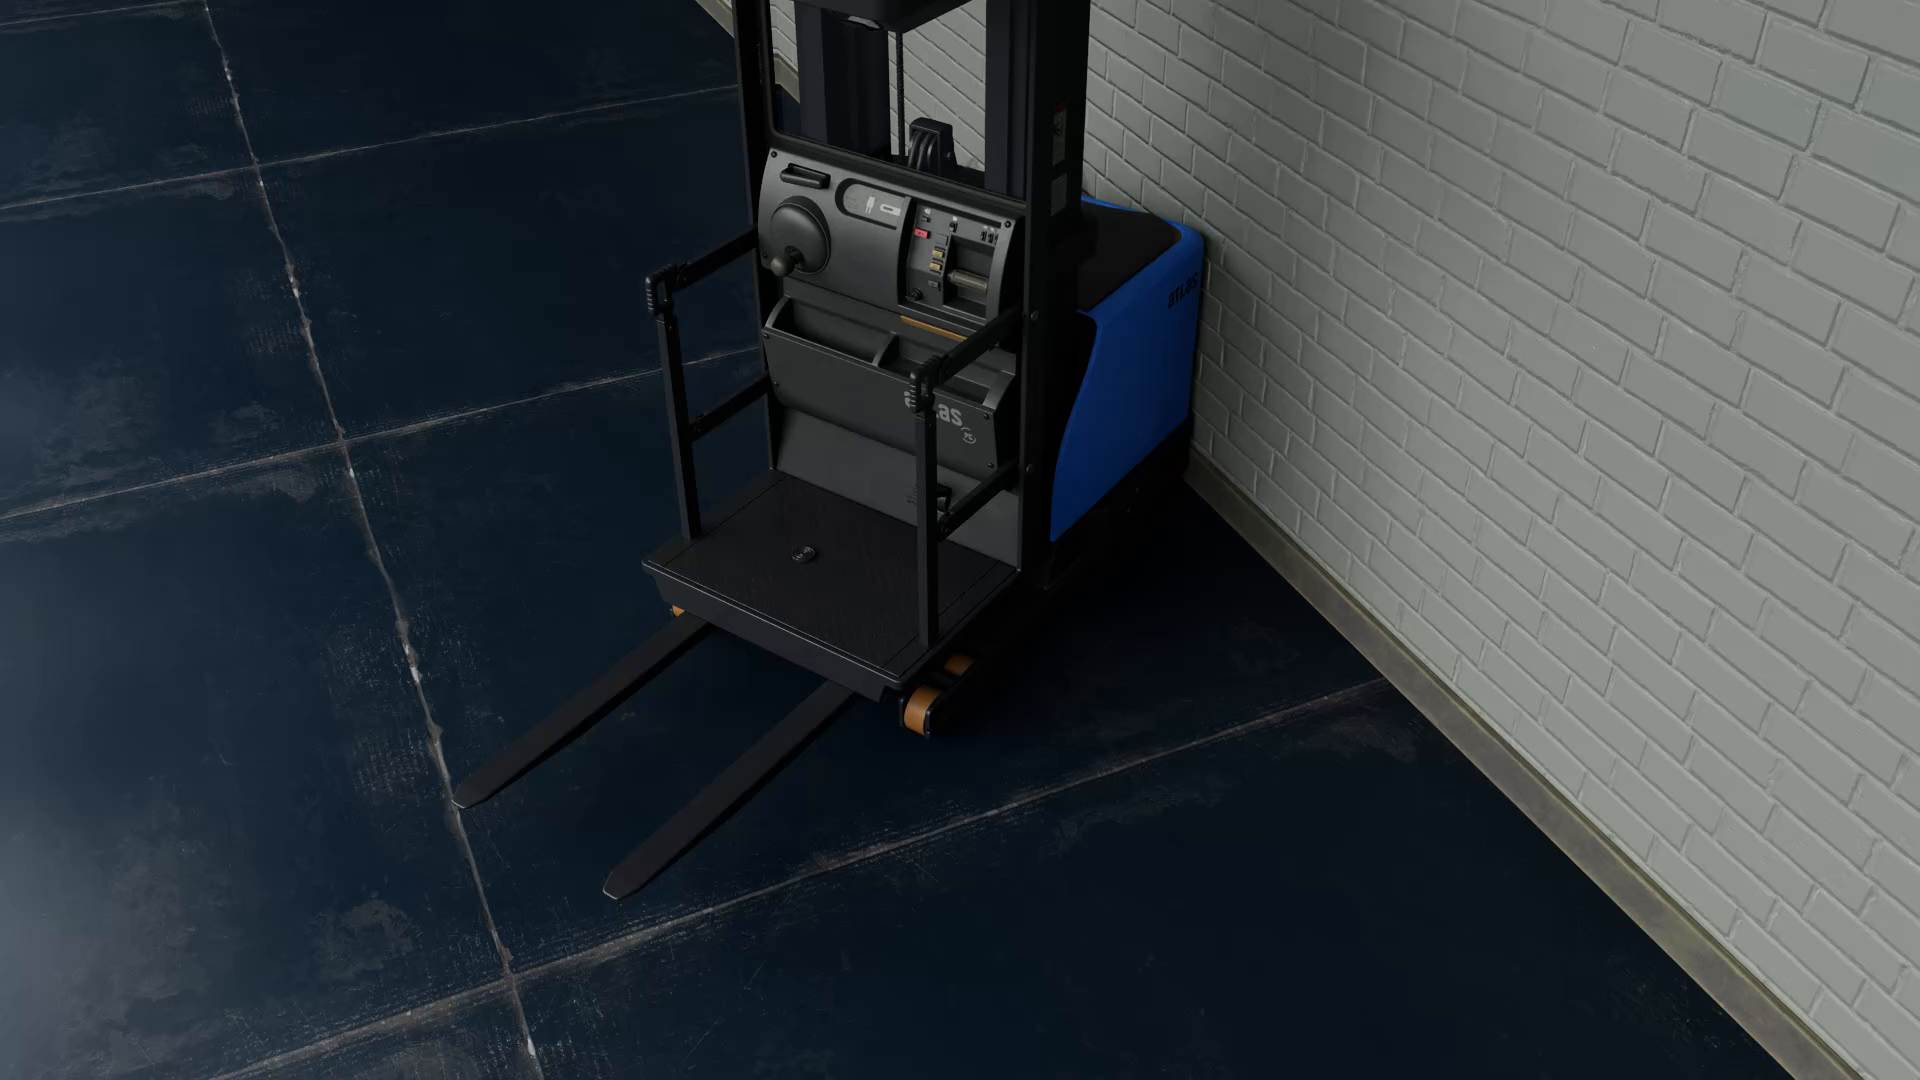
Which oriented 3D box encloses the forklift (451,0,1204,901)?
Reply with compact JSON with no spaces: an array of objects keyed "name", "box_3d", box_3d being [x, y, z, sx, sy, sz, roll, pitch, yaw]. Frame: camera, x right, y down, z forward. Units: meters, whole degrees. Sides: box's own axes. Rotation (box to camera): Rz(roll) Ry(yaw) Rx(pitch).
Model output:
[{"name":"forklift","box_3d":[-0.356,-0.868,4.961,1.130,2.935,3.031,22,42,27]}]
